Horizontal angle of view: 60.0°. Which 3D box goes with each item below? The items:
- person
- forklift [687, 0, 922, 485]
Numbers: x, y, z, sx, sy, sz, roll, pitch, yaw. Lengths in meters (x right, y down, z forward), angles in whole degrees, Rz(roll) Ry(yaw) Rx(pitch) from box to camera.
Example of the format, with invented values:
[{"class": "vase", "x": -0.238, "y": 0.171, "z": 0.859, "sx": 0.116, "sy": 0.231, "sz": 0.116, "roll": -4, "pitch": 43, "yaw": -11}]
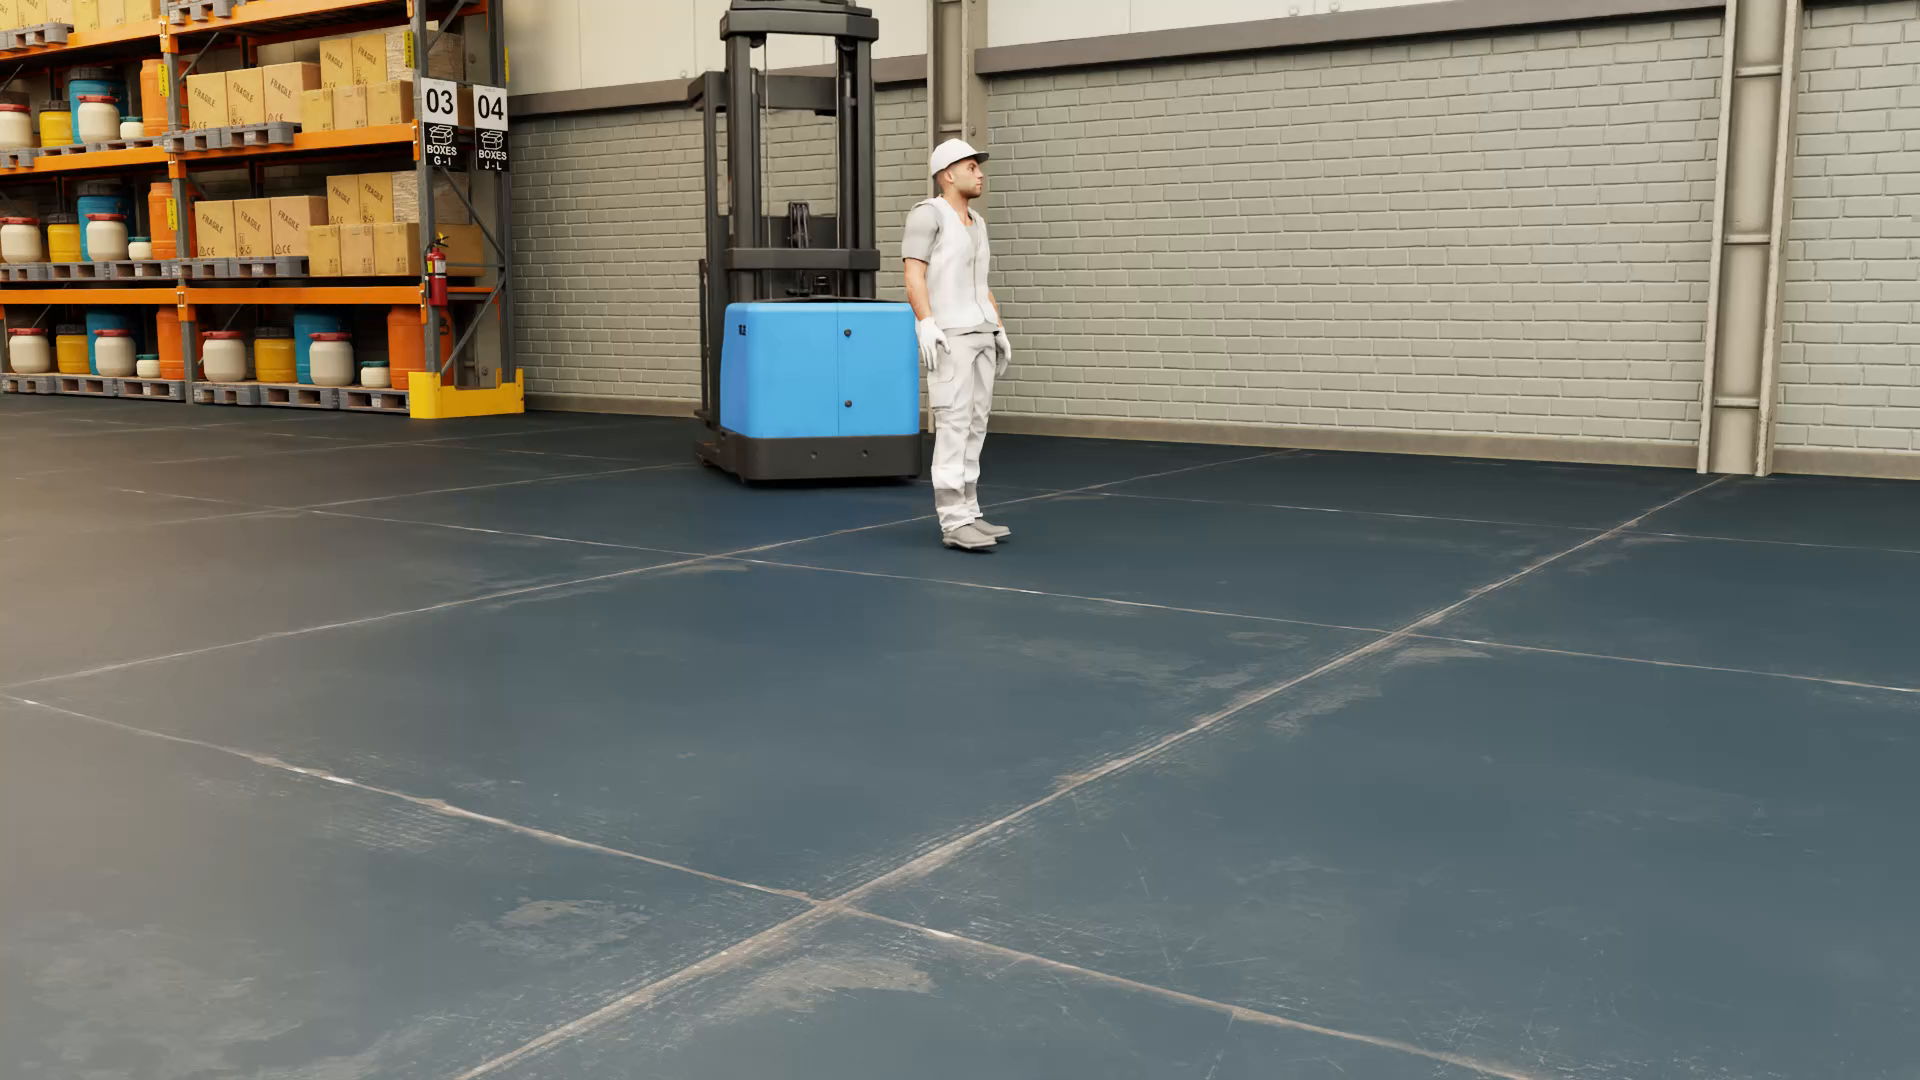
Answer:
[{"class": "person", "x": 0.060, "y": -0.885, "z": 7.422, "sx": 0.562, "sy": 1.790, "sz": 0.637, "roll": 5, "pitch": 10, "yaw": 34}, {"class": "forklift", "x": -1.152, "y": -1.944, "z": 10.862, "sx": 1.130, "sy": 2.935, "sz": 3.031, "roll": -3, "pitch": 8, "yaw": -17}]
